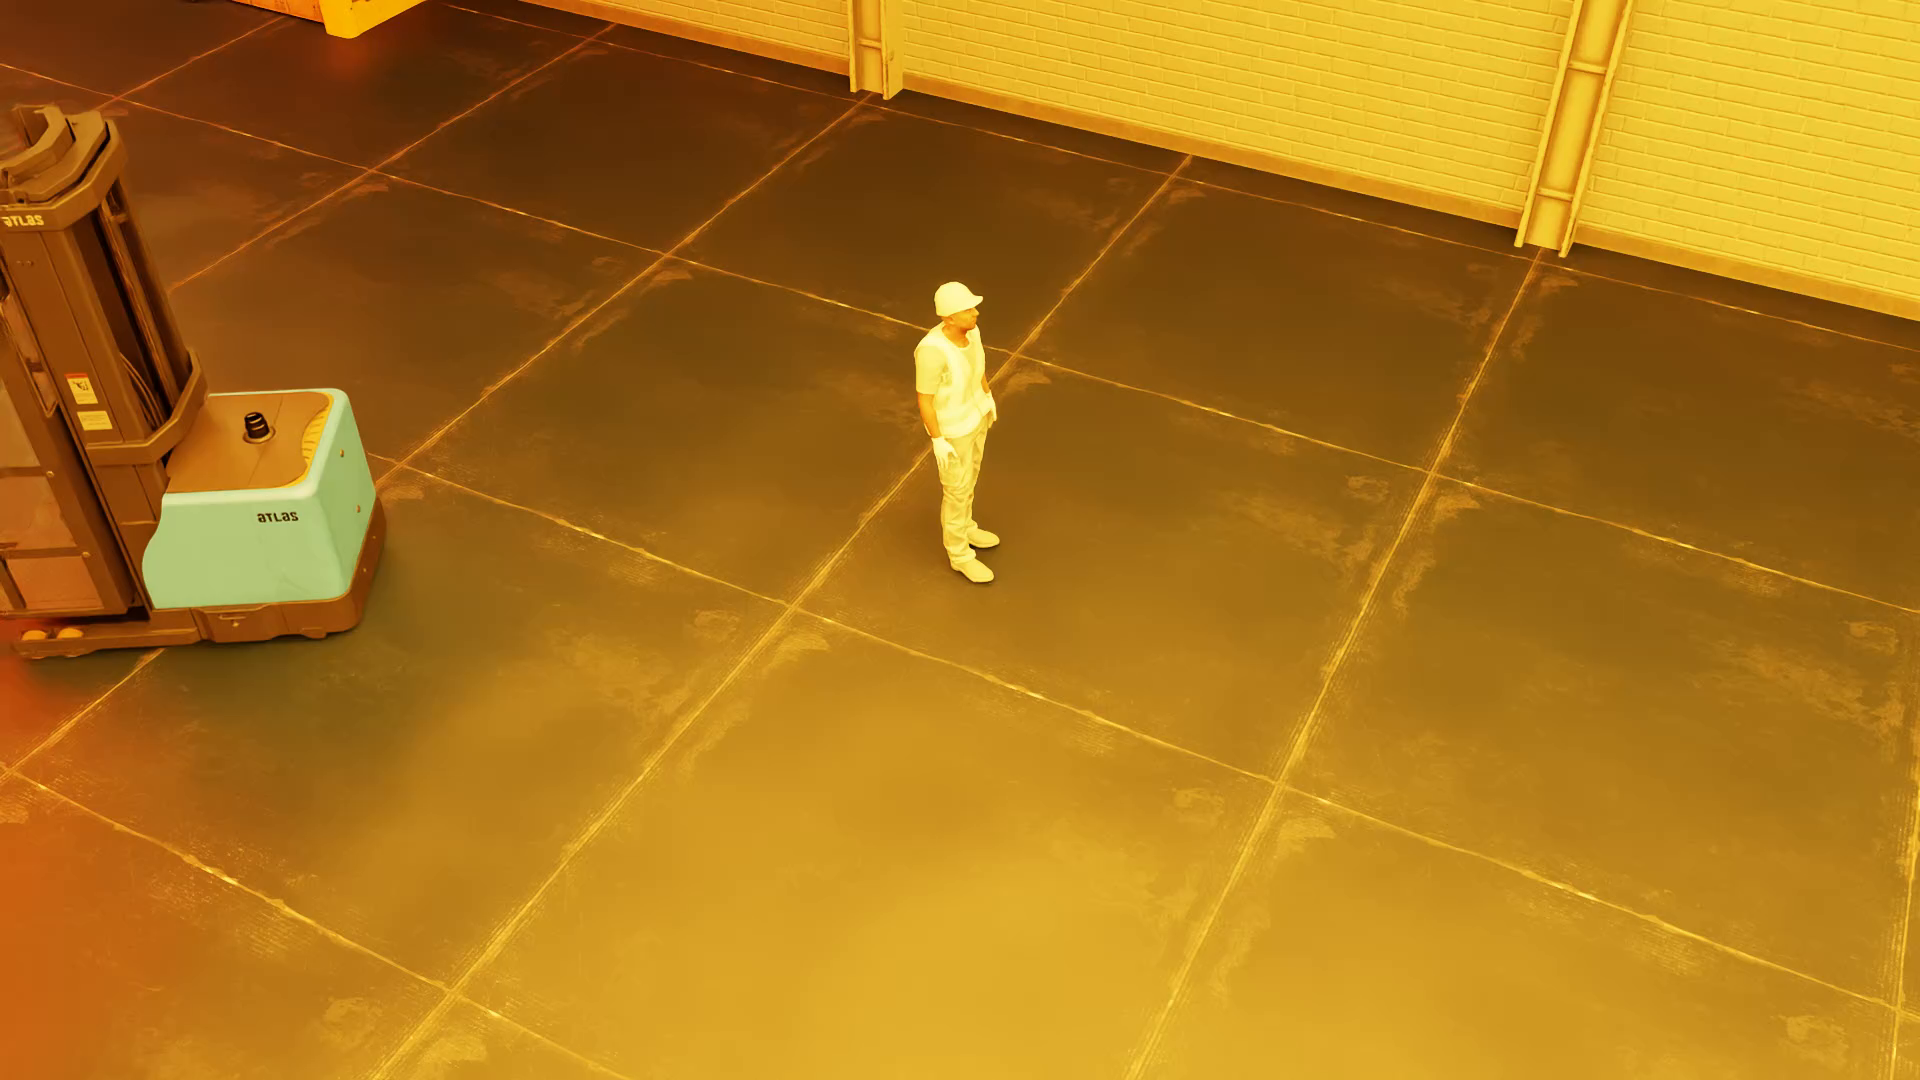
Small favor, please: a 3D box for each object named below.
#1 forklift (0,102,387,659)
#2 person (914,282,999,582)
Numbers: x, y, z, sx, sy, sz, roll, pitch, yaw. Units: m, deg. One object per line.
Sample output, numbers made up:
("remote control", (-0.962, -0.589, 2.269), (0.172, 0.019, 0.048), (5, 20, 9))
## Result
("forklift", (-5.006, -0.801, 8.938), (3.031, 2.935, 1.130), (-3, 40, -4))
("person", (0.059, -0.661, 9.651), (0.577, 1.782, 0.656), (18, 43, 21))
